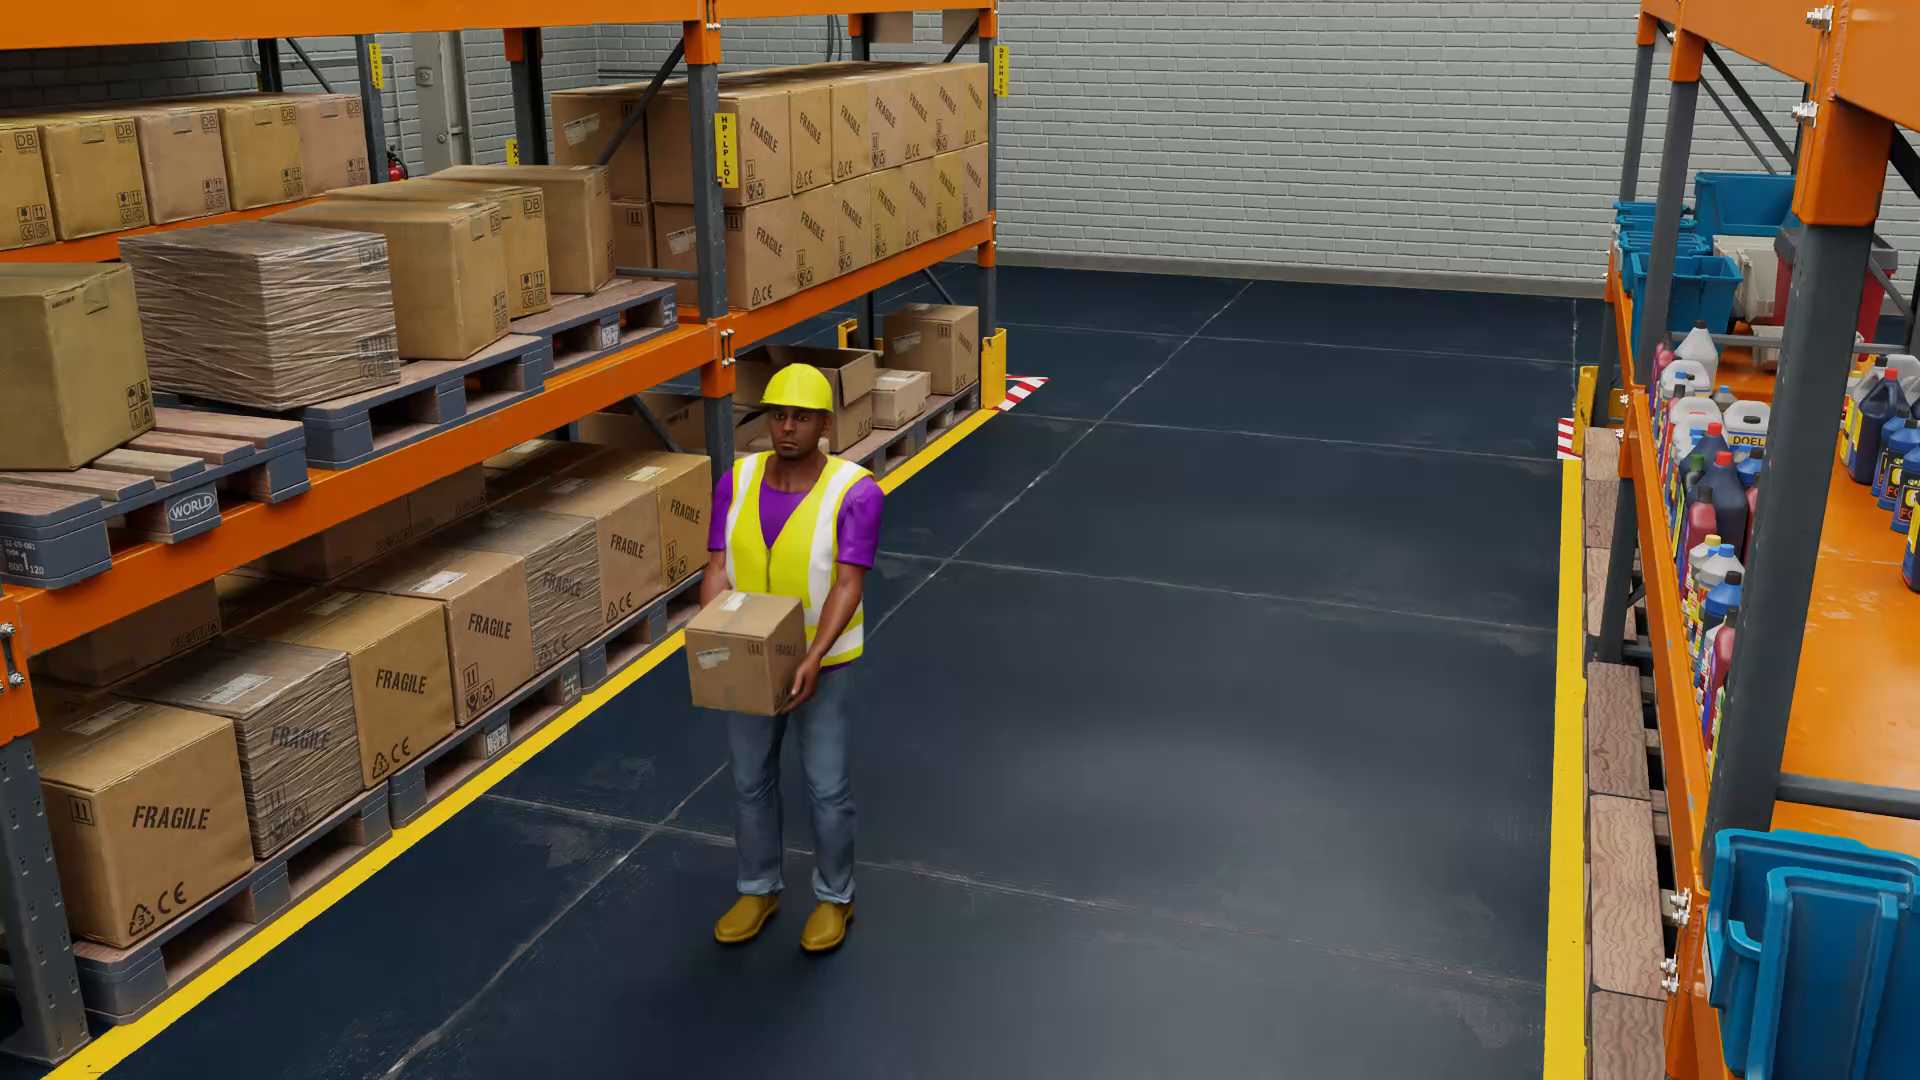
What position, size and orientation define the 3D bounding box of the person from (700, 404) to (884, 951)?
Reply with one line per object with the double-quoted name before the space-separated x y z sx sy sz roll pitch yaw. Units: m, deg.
"person" -0.516 0.398 4.895 0.513 1.730 0.573 5 19 14
